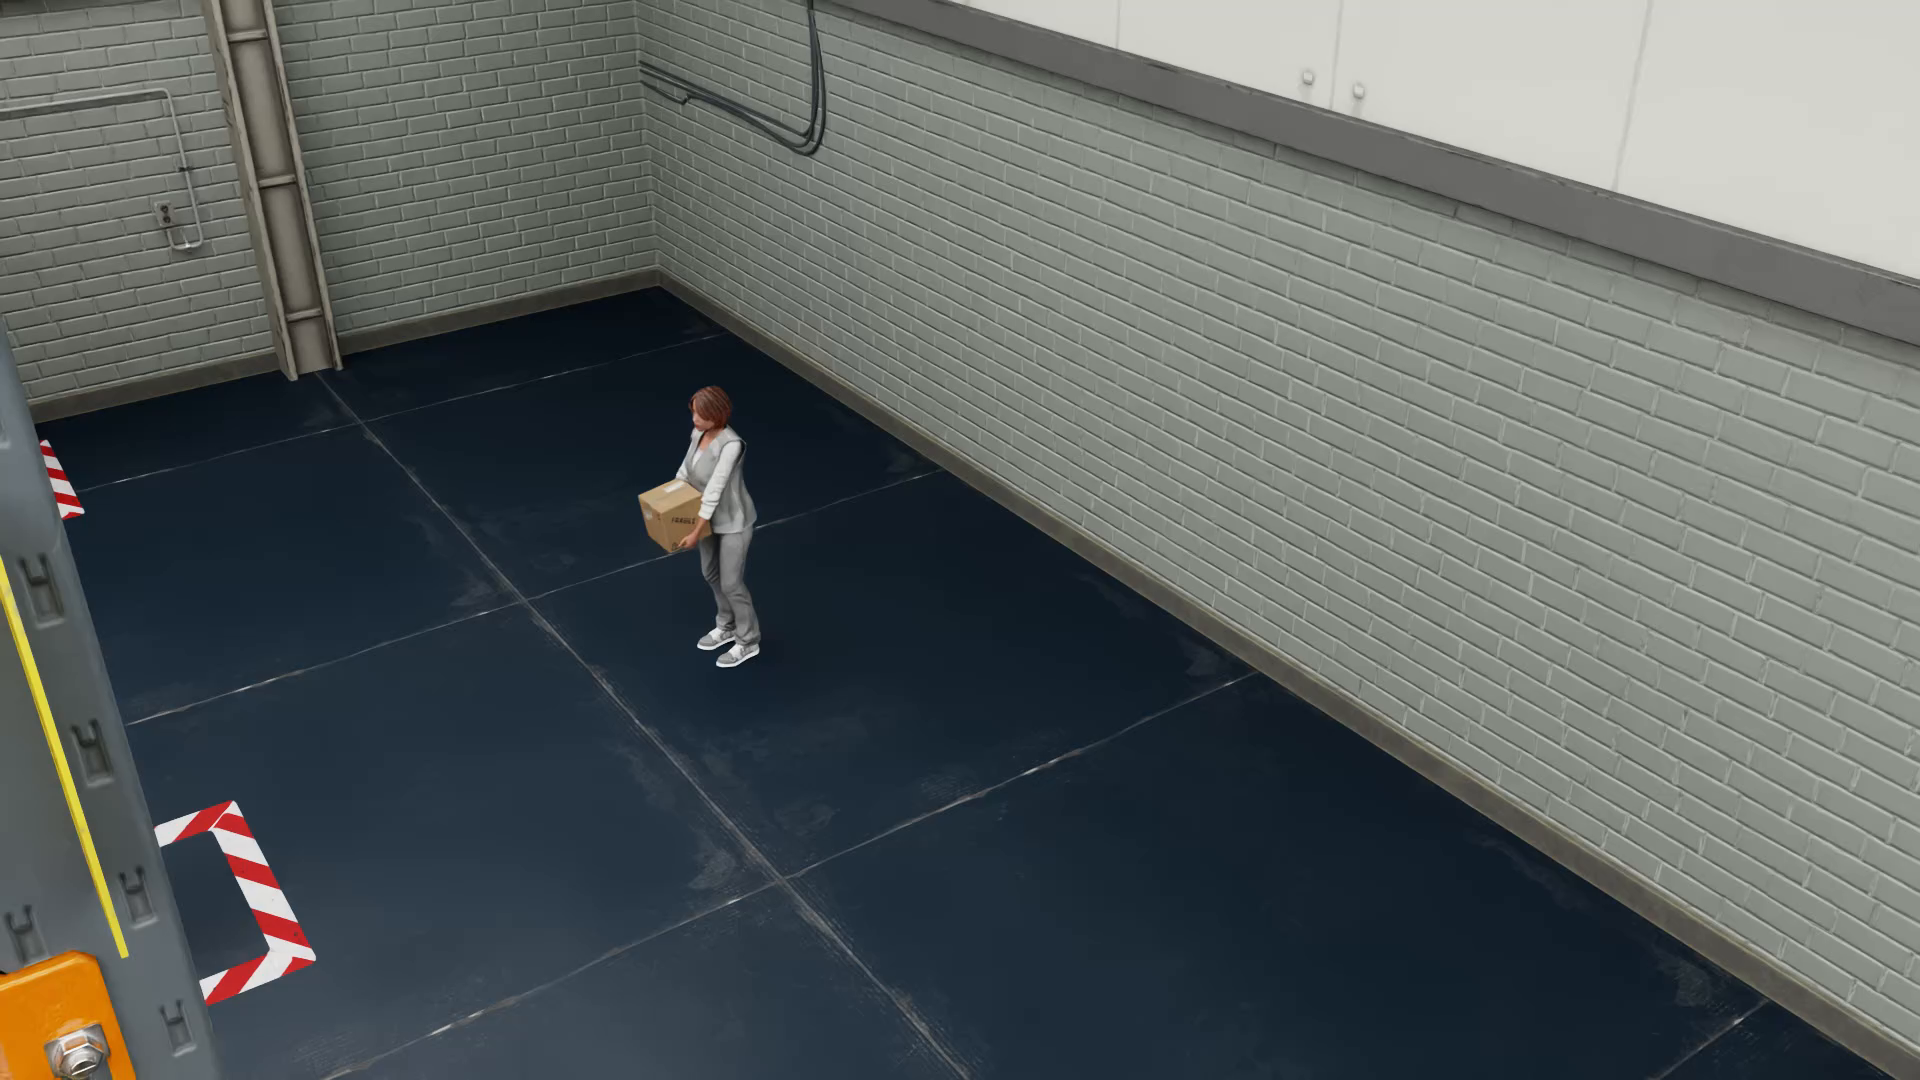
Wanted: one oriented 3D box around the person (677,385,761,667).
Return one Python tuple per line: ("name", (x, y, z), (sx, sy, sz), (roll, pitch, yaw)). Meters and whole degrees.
("person", (-1.322, -0.062, 8.790), (0.503, 1.598, 0.375), (-20, 35, -31))
